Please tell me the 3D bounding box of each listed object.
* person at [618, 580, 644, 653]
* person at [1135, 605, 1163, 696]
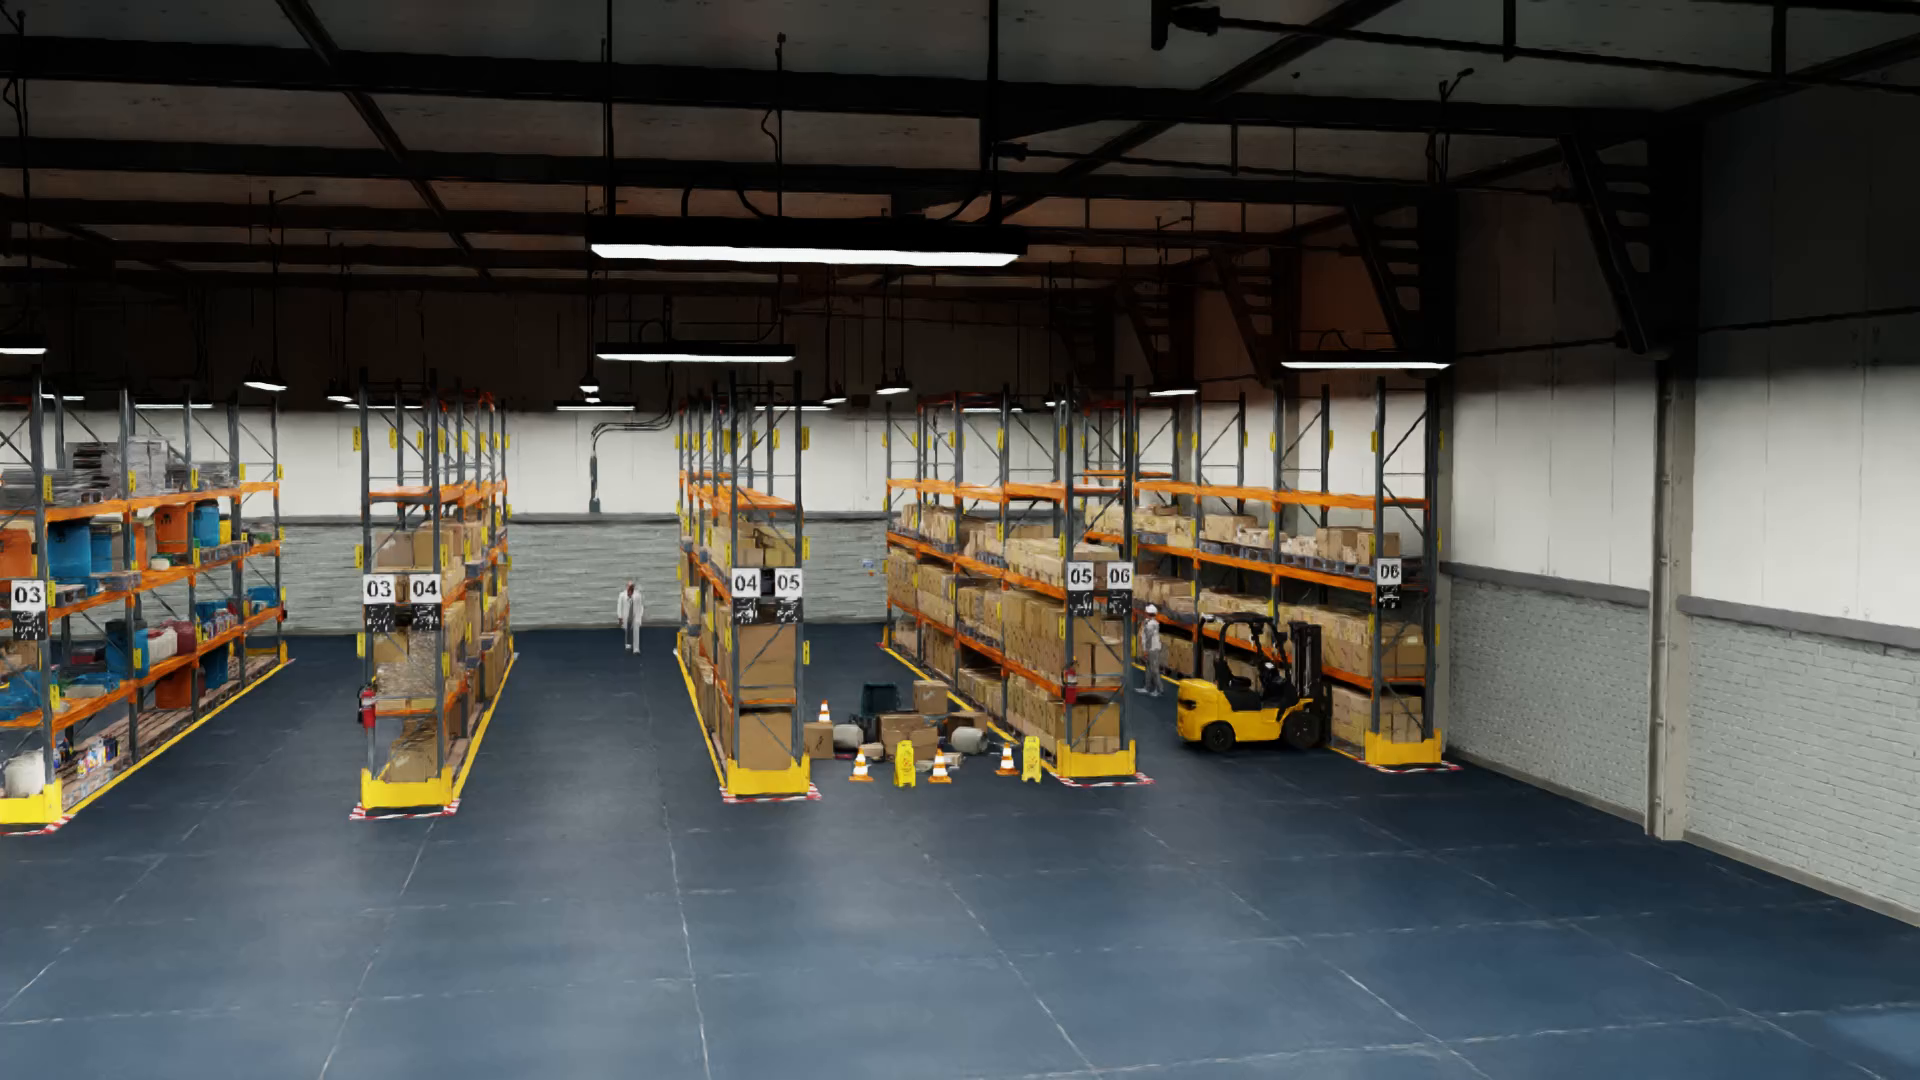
[{"bbox_3d":[-7.794,1.794,39.339,0.598,1.698,1.194,-1,3,-10],"label":"person"},{"bbox_3d":[3.727,2.155,32.730,0.586,1.768,0.639,1,3,12],"label":"person"}]
